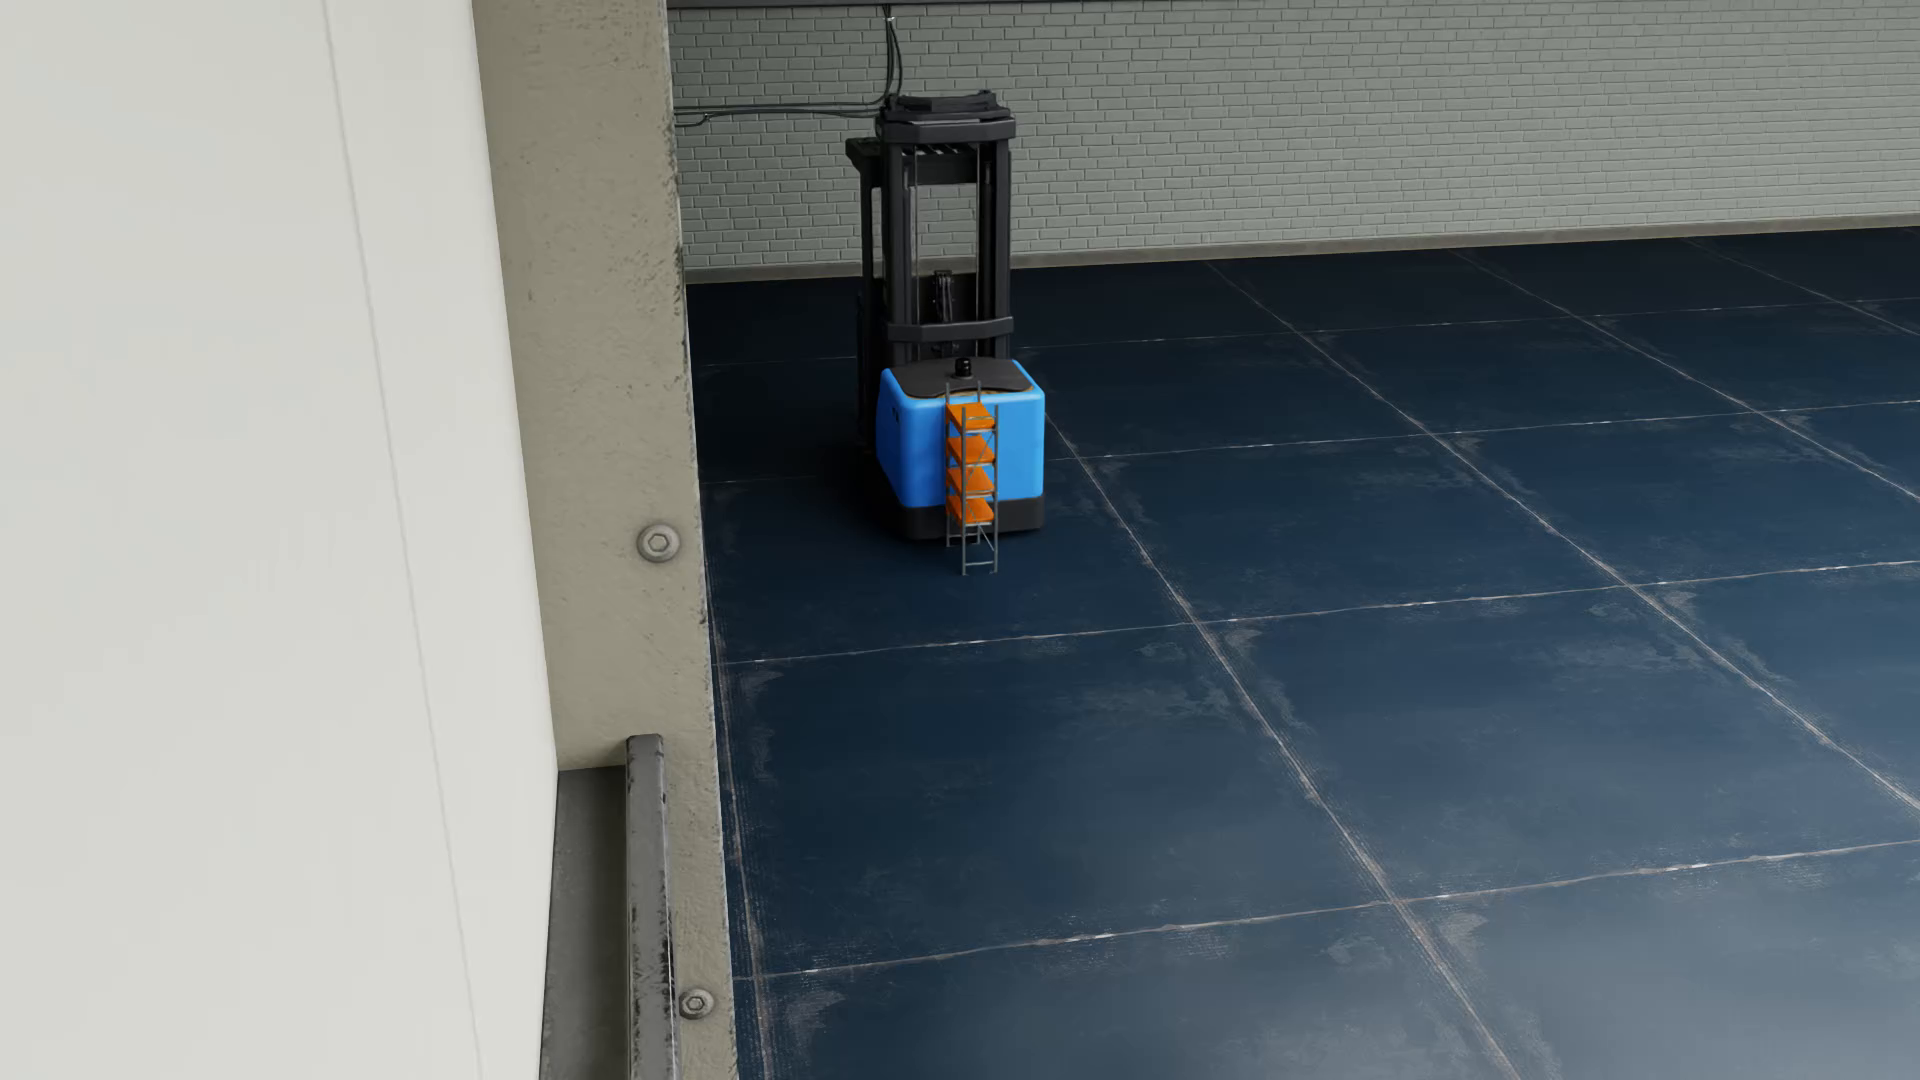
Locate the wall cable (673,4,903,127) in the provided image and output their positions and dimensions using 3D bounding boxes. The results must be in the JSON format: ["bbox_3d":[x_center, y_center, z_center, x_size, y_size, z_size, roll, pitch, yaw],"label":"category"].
[{"bbox_3d":[-2.122,-5.545,17.082,3.097,2.526,0.112,-4,24,-10],"label":"wall cable"}]

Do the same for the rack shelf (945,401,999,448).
[{"bbox_3d":[0.077,-0.772,11.037,0.258,0.148,0.480,-5,24,-12],"label":"rack shelf"}]

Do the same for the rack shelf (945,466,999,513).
[{"bbox_3d":[0.077,-0.350,11.221,0.258,0.148,0.480,-5,24,-12],"label":"rack shelf"}]

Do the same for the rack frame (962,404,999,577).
[{"bbox_3d":[0.131,-0.317,10.976,0.240,1.200,0.015,-5,24,-12],"label":"rack frame"}]

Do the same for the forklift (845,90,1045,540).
[{"bbox_3d":[-0.227,-1.906,12.451,1.130,2.935,3.031,-5,24,-12],"label":"forklift"}]

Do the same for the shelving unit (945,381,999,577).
[{"bbox_3d":[0.077,-0.412,11.194,0.258,1.200,0.503,-5,24,-12],"label":"shelving unit"}]

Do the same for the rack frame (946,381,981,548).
[{"bbox_3d":[0.022,-0.507,11.412,0.240,1.200,0.015,-5,24,-12],"label":"rack frame"}]

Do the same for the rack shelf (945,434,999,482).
[{"bbox_3d":[0.077,-0.555,11.131,0.258,0.148,0.480,-5,24,-12],"label":"rack shelf"}]

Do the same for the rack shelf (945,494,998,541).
[{"bbox_3d":[0.077,-0.168,11.300,0.258,0.148,0.480,-5,24,-12],"label":"rack shelf"}]
